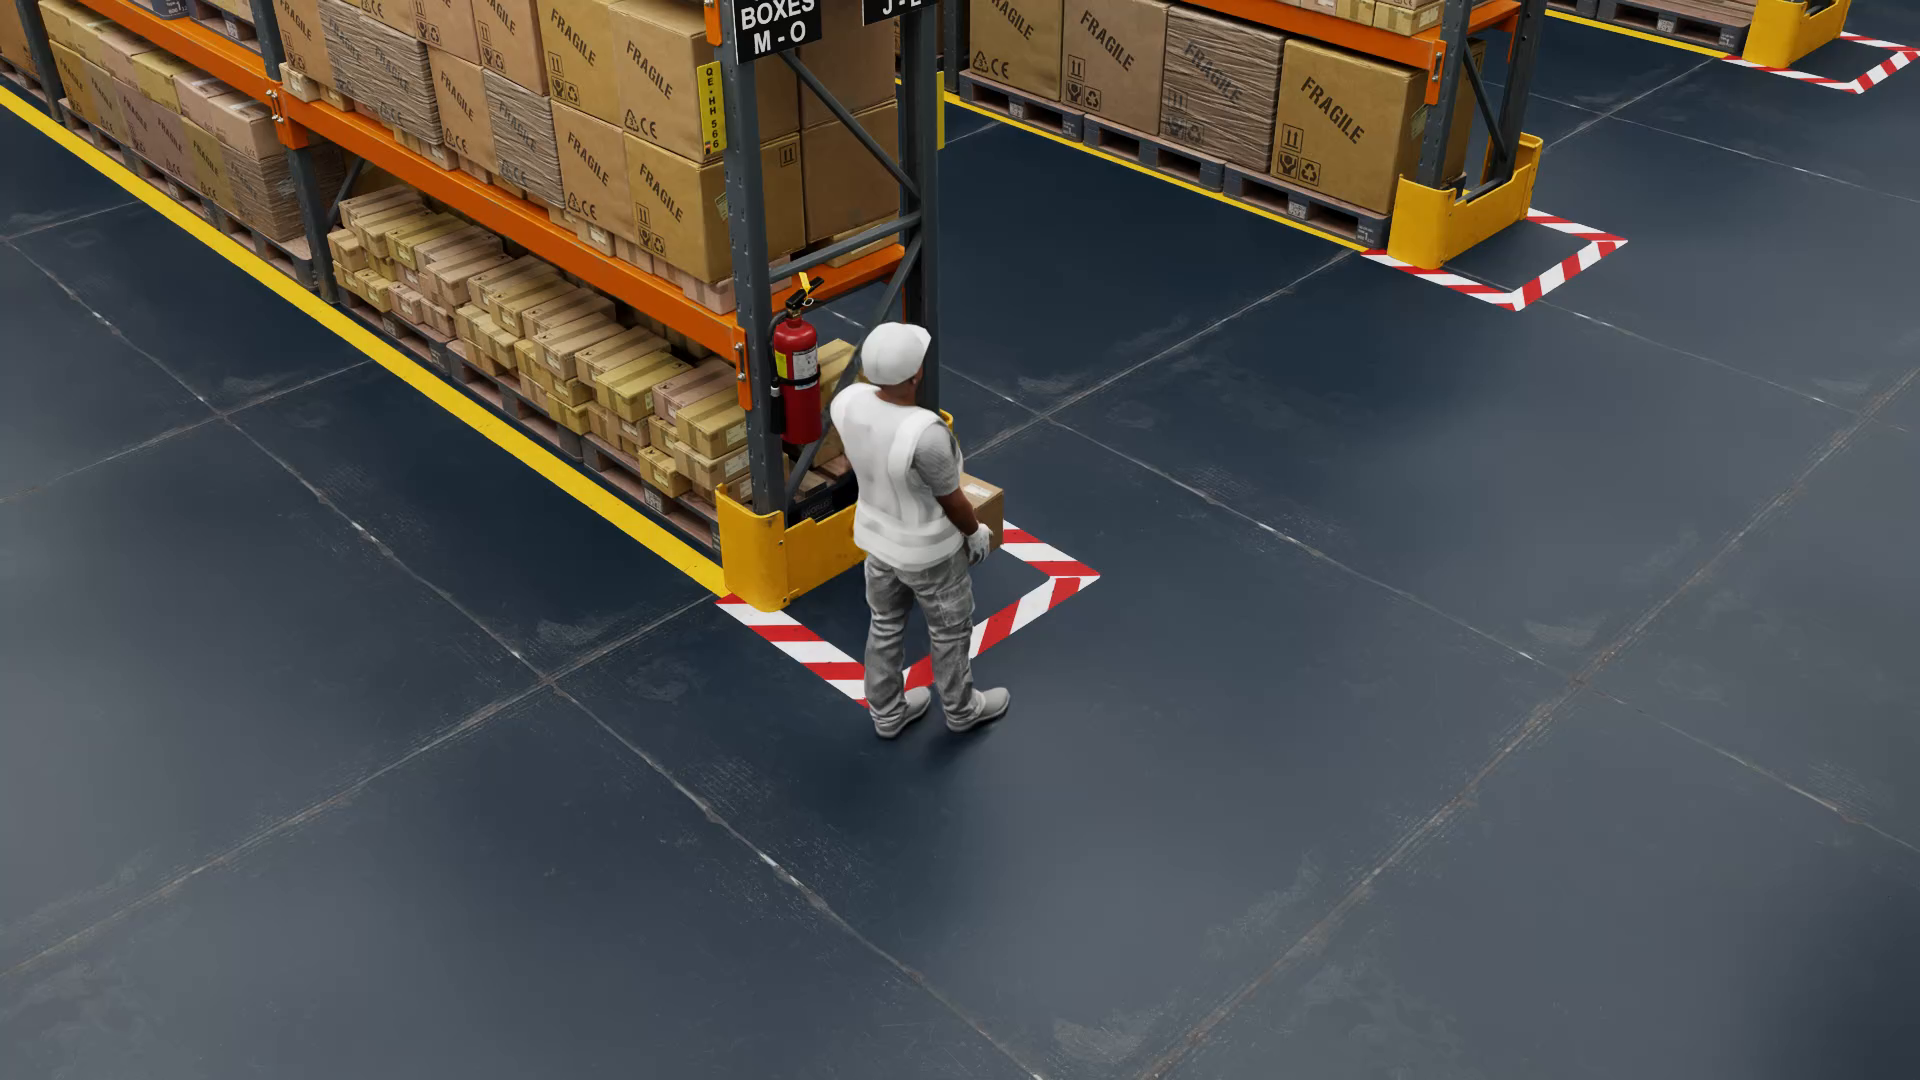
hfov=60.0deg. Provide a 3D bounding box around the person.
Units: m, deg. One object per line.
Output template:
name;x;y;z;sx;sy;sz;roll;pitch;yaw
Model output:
person;-0.136;-0.045;6.175;0.540;1.785;0.551;28;44;34
